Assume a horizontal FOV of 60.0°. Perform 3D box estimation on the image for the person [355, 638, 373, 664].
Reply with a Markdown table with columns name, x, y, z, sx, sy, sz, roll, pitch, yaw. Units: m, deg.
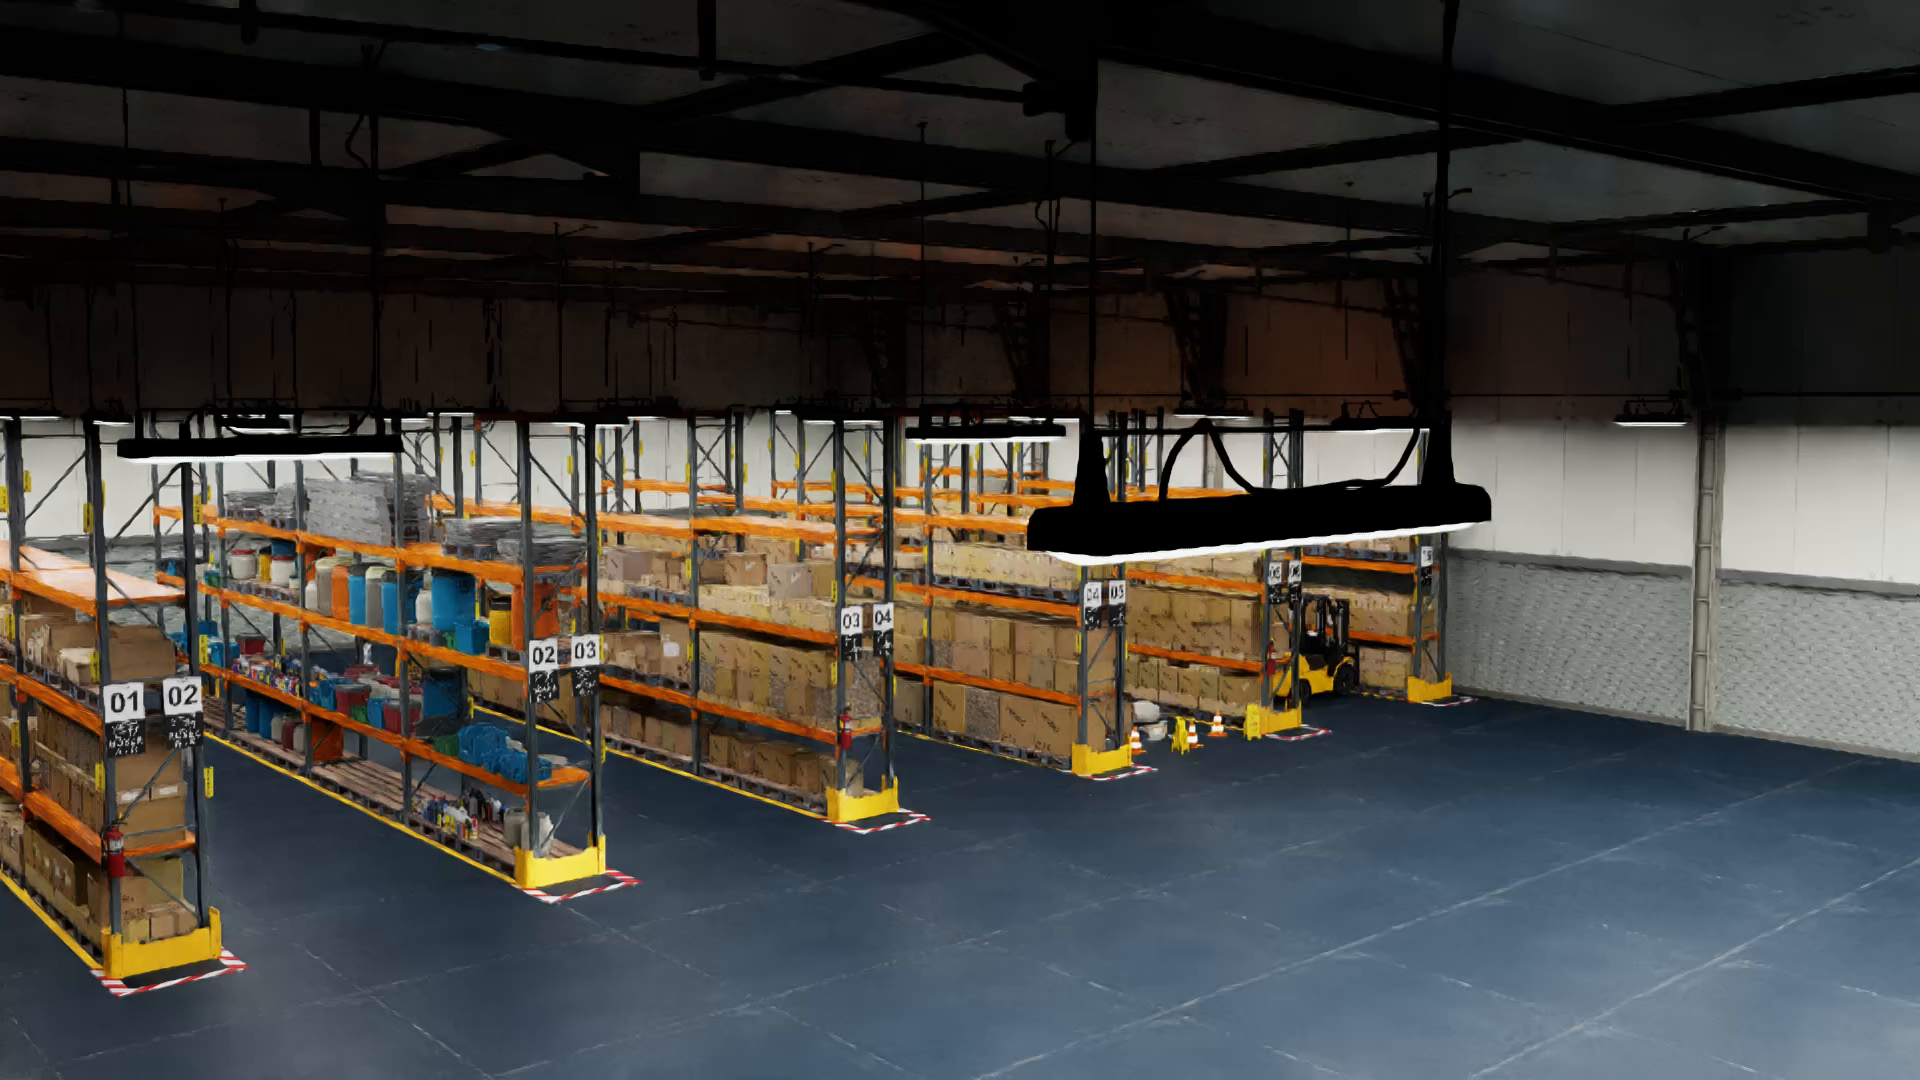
| name | x | y | z | sx | sy | sz | roll | pitch | yaw |
| --- | --- | --- | --- | --- | --- | --- | --- | --- | --- |
| person | -11.694 | 2.620 | 32.639 | 0.552 | 1.664 | 0.573 | -2 | 5 | -17 |

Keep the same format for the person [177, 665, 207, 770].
| name | x | y | z | sx | sy | sz | roll | pitch | yaw |
| --- | --- | --- | --- | --- | --- | --- | --- | --- | --- |
| person | -12.988 | 2.982 | 28.035 | 0.593 | 1.759 | 0.476 | 2 | 5 | 18 |
